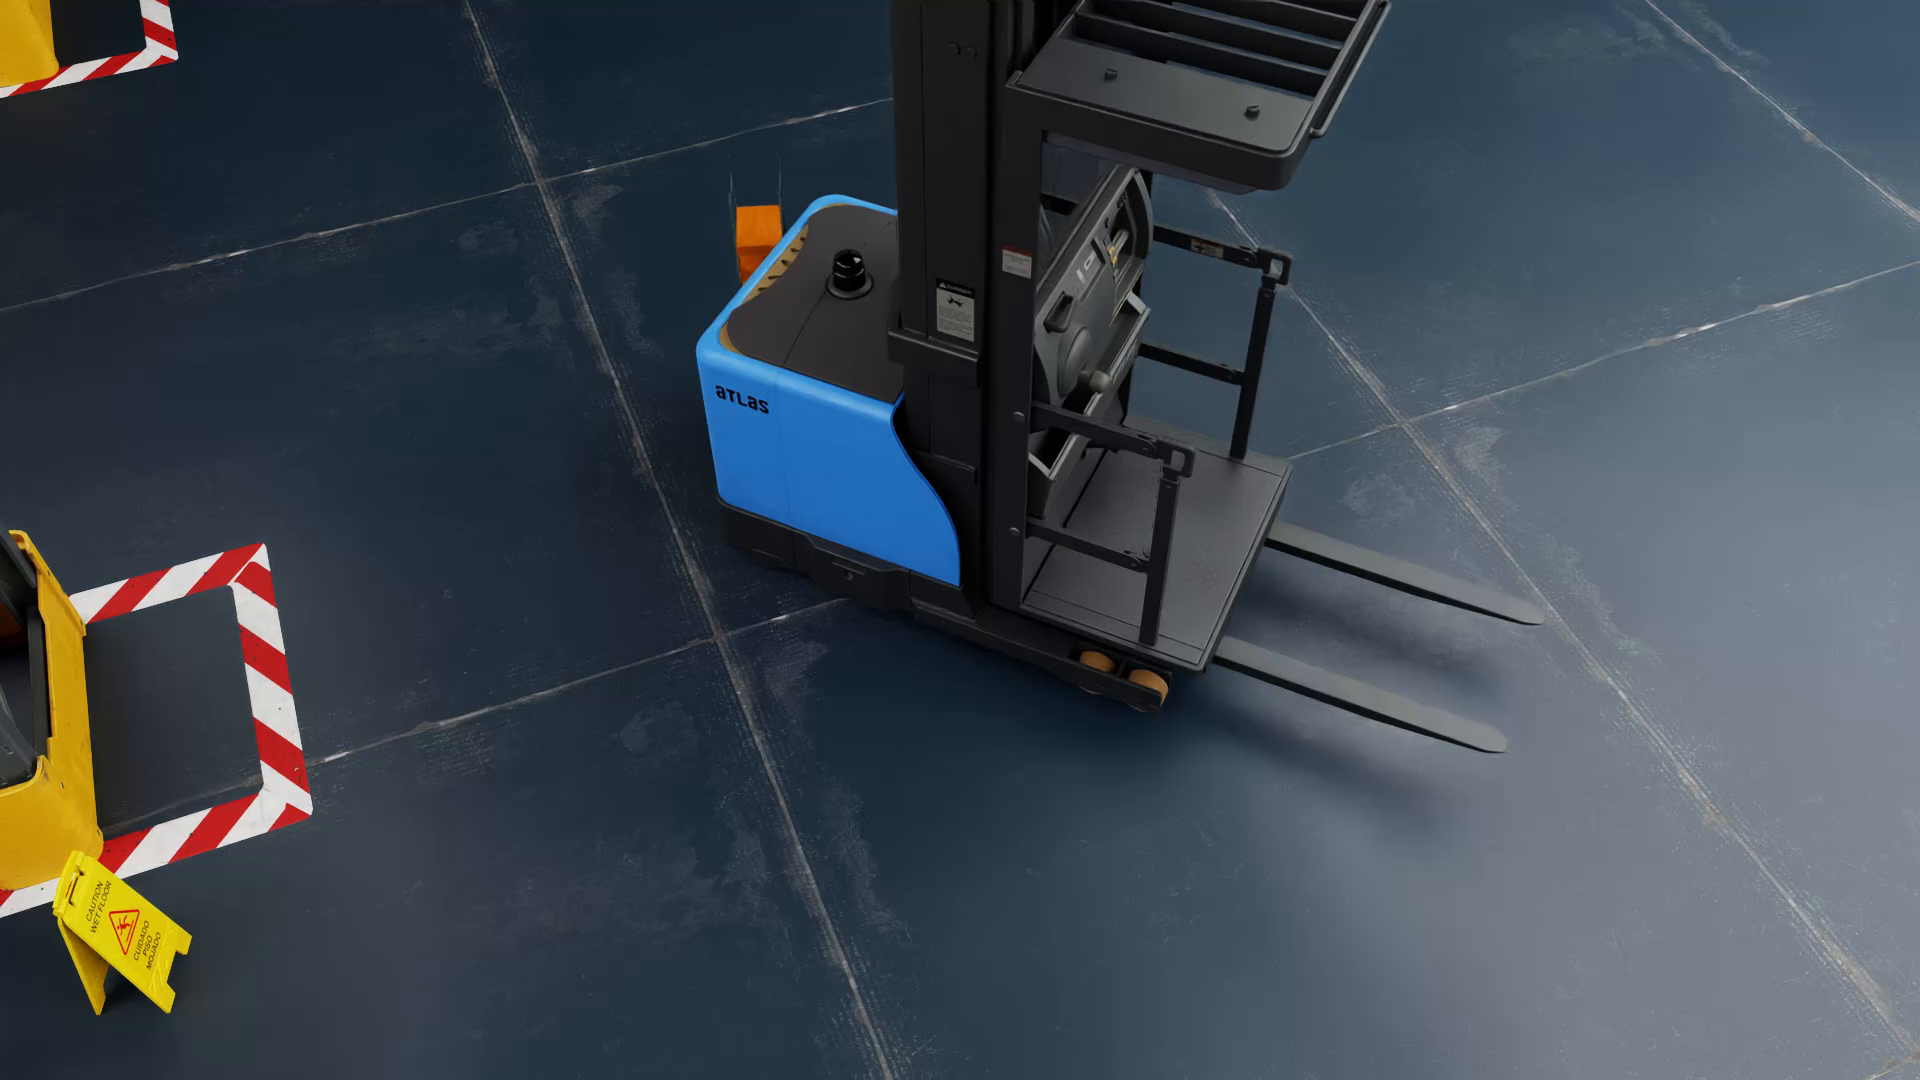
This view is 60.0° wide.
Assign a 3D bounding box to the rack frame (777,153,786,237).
[{"bbox_3d":[-0.676,-0.974,6.636,0.006,1.200,0.240,-4,49,-3],"label":"rack frame"}]

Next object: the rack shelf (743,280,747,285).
[{"bbox_3d":[-0.767,-1.017,6.574,0.180,0.103,0.258,-4,49,-3],"label":"rack shelf"}]

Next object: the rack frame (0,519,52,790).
[{"bbox_3d":[-3.217,-0.265,4.841,0.127,3.000,1.000,-17,52,-14],"label":"rack frame"}]

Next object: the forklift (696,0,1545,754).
[{"bbox_3d":[0.622,-0.792,5.339,3.031,2.935,1.130,19,52,16],"label":"forklift"}]

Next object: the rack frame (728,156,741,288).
[{"bbox_3d":[-0.858,-0.962,6.626,0.006,1.200,0.240,-4,49,-3],"label":"rack frame"}]

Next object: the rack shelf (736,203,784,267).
[{"bbox_3d":[-0.767,-1.174,6.392,0.180,0.103,0.258,-4,49,-3],"label":"rack shelf"}]

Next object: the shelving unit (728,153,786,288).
[{"bbox_3d":[-0.767,-0.968,6.631,0.189,1.200,0.258,-4,49,-3],"label":"shelving unit"}]

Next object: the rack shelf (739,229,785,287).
[{"bbox_3d":[-0.767,-1.095,6.483,0.180,0.103,0.258,-4,49,-3],"label":"rack shelf"}]

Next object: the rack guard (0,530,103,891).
[{"bbox_3d":[-3.287,0.572,5.770,0.348,0.500,1.175,-17,52,-14],"label":"rack guard"}]

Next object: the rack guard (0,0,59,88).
[{"bbox_3d":[-5.075,-2.942,8.788,0.348,0.500,1.175,-17,52,-14],"label":"rack guard"}]

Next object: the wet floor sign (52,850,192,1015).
[{"bbox_3d":[-2.637,1.199,5.135,0.232,0.644,0.267,-2,49,-1],"label":"wet floor sign"}]
